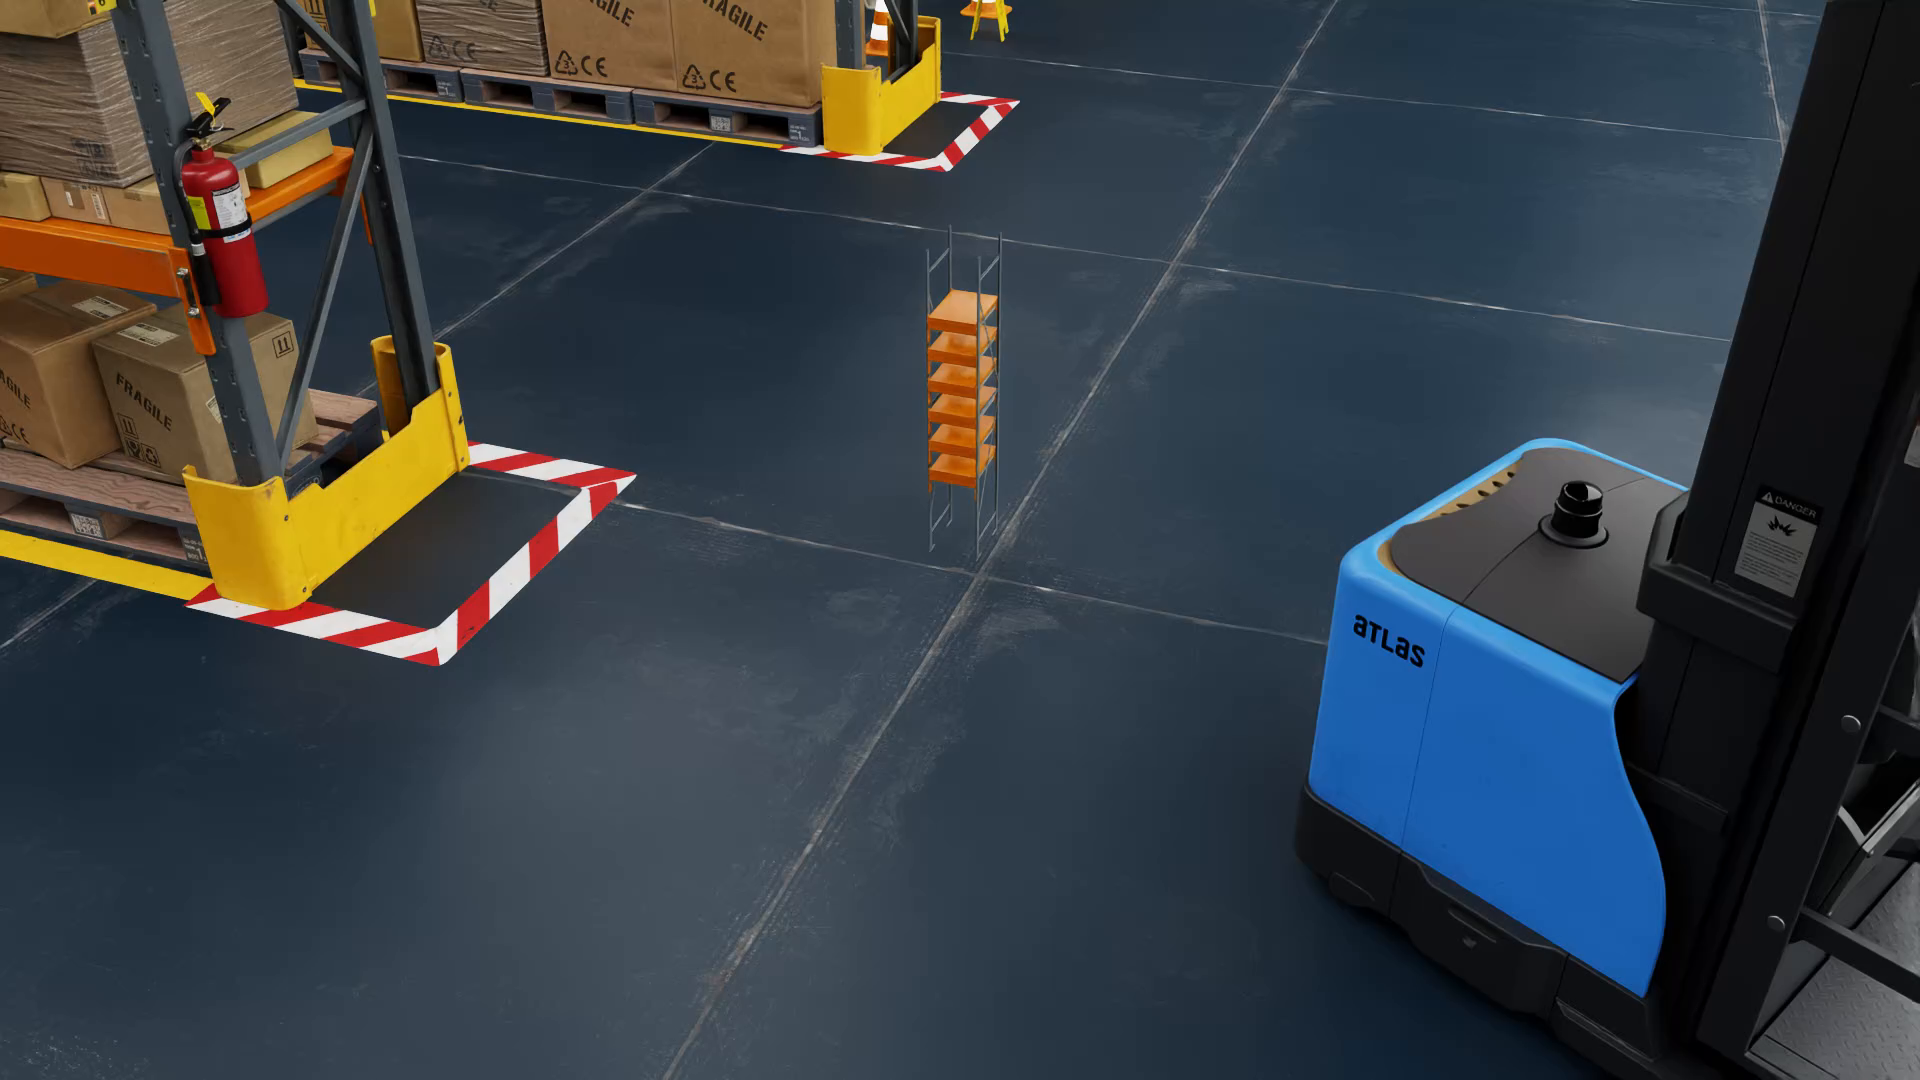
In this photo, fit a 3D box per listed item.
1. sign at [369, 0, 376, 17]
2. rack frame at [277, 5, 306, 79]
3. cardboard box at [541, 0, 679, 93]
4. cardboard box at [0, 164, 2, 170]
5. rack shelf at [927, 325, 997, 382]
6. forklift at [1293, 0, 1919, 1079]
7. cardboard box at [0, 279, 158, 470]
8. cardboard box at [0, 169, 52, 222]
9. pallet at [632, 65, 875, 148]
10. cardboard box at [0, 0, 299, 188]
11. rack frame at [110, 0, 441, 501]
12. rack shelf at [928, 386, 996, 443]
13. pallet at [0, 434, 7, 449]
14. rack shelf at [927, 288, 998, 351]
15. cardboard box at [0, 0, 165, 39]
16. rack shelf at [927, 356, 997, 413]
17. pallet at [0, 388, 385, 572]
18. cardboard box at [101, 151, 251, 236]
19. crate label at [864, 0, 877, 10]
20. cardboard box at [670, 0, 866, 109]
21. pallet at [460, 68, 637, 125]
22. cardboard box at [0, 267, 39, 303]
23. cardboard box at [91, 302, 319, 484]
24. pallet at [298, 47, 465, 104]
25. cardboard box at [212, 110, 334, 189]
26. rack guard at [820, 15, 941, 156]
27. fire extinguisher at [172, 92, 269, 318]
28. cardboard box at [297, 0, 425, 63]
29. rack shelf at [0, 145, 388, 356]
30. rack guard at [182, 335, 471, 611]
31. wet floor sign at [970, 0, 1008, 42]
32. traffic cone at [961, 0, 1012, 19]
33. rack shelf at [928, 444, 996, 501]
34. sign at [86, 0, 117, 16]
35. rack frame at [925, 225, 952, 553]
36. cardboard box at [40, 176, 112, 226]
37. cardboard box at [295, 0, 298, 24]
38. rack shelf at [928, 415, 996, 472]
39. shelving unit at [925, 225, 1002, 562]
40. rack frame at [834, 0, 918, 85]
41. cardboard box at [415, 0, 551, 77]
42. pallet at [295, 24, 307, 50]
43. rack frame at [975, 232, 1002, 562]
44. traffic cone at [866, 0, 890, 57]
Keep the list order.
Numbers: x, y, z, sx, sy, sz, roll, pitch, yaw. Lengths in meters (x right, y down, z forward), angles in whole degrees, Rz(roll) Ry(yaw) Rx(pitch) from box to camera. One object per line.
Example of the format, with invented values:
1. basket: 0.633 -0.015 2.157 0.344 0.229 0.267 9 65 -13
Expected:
1. sign: -2.071 -1.957 5.718 0.005 0.325 0.100 11 34 16
2. rack frame: -4.251 -4.563 10.552 0.127 3.000 1.000 11 34 16
3. cardboard box: -1.975 -3.365 10.268 0.875 0.875 0.875 10 34 16
4. cardboard box: -3.274 -1.629 5.640 0.500 0.500 0.875 11 34 16
5. rack shelf: 0.014 -0.666 5.814 0.180 0.103 0.258 11 34 16
6. forklift: 2.316 0.123 3.357 1.130 2.935 3.031 -26 41 -34
7. cardboard box: -3.411 -0.658 6.421 0.500 0.500 0.500 21 38 29
8. cardboard box: -3.080 -1.223 5.611 0.250 0.149 0.380 11 34 16
9. pallet: -1.265 -2.766 10.339 1.213 0.211 1.003 11 34 16
10. cardboard box: -2.763 -1.598 5.594 0.500 0.500 0.875 11 34 16
11. rack frame: -2.254 -1.317 5.524 0.127 3.000 1.000 11 34 16
12. rack shelf: 0.014 -0.464 5.945 0.180 0.103 0.258 11 34 16
13. pallet: -4.223 -0.550 6.907 1.213 0.211 1.003 11 34 16
14. rack shelf: 0.014 -0.767 5.749 0.180 0.103 0.258 11 34 16
15. cardboard box: -2.855 -1.878 5.105 0.500 0.500 0.500 11 34 16
16. rack shelf: 0.014 -0.565 5.879 0.180 0.103 0.258 11 34 16
17. pallet: -3.078 -0.326 6.560 1.213 0.211 1.003 11 34 16
18. cardboard box: -2.592 -1.158 5.510 0.250 0.149 0.380 11 34 16
19. crate label: -0.566 -4.077 12.439 0.298 0.136 0.250 -6 33 -9
20. cardboard box: -1.146 -3.205 10.020 0.875 0.875 0.875 11 35 17
21. pallet: -2.409 -2.990 10.686 1.213 0.211 1.003 11 34 16
22. cardboard box: -3.993 -0.782 6.613 0.500 0.500 0.500 14 35 21
23. cardboard box: -2.836 -0.566 6.278 0.500 0.500 0.500 18 37 25
24. pallet: -3.562 -3.212 11.031 1.213 0.211 1.003 11 34 16
25. cardboard box: -2.442 -1.385 5.861 0.250 0.149 0.380 11 34 16
26. rack guard: -0.463 -2.776 10.089 0.348 0.500 1.175 11 34 16
27. fire extinguisher: -2.302 -1.028 5.148 0.183 0.674 0.296 11 34 16
28. cardboard box: -3.683 -3.696 10.780 0.875 0.875 0.875 12 35 17
29. rack shelf: -4.137 -1.380 6.286 4.000 0.370 1.077 11 34 16
30. rack guard: -2.326 -0.280 6.223 0.348 0.500 1.175 11 34 16
31. wet floor sign: 0.210 -3.847 11.614 0.232 0.644 0.267 5 33 8
32. traffic cone: 0.195 -4.102 12.177 0.334 0.463 0.336 11 34 16
33. rack shelf: 0.014 -0.262 6.075 0.180 0.103 0.258 11 34 16
34. sign: -2.460 -1.656 4.691 0.005 0.325 0.100 11 34 16
35. rack frame: -0.073 -0.518 5.946 0.006 1.200 0.240 11 34 16
36. cardboard box: -2.827 -1.204 5.581 0.250 0.149 0.380 11 34 16
37. cardboard box: -4.866 -3.862 11.153 0.750 0.750 1.050 11 34 16
38. rack shelf: 0.014 -0.363 6.010 0.180 0.103 0.258 11 34 16
39. shelving unit: 0.014 -0.501 5.920 0.189 1.200 0.258 11 34 16
40. rack frame: -0.486 -3.831 9.418 0.127 3.000 1.000 11 34 16
41. cardboard box: -2.833 -3.533 10.528 0.875 0.875 0.875 11 35 17
42. pallet: -5.003 -3.494 11.467 1.213 0.211 1.003 11 34 16
43. rack frame: 0.100 -0.485 5.895 0.006 1.200 0.240 11 34 16
44. traffic cone: -0.506 -3.587 11.380 0.334 0.463 0.336 11 34 16
